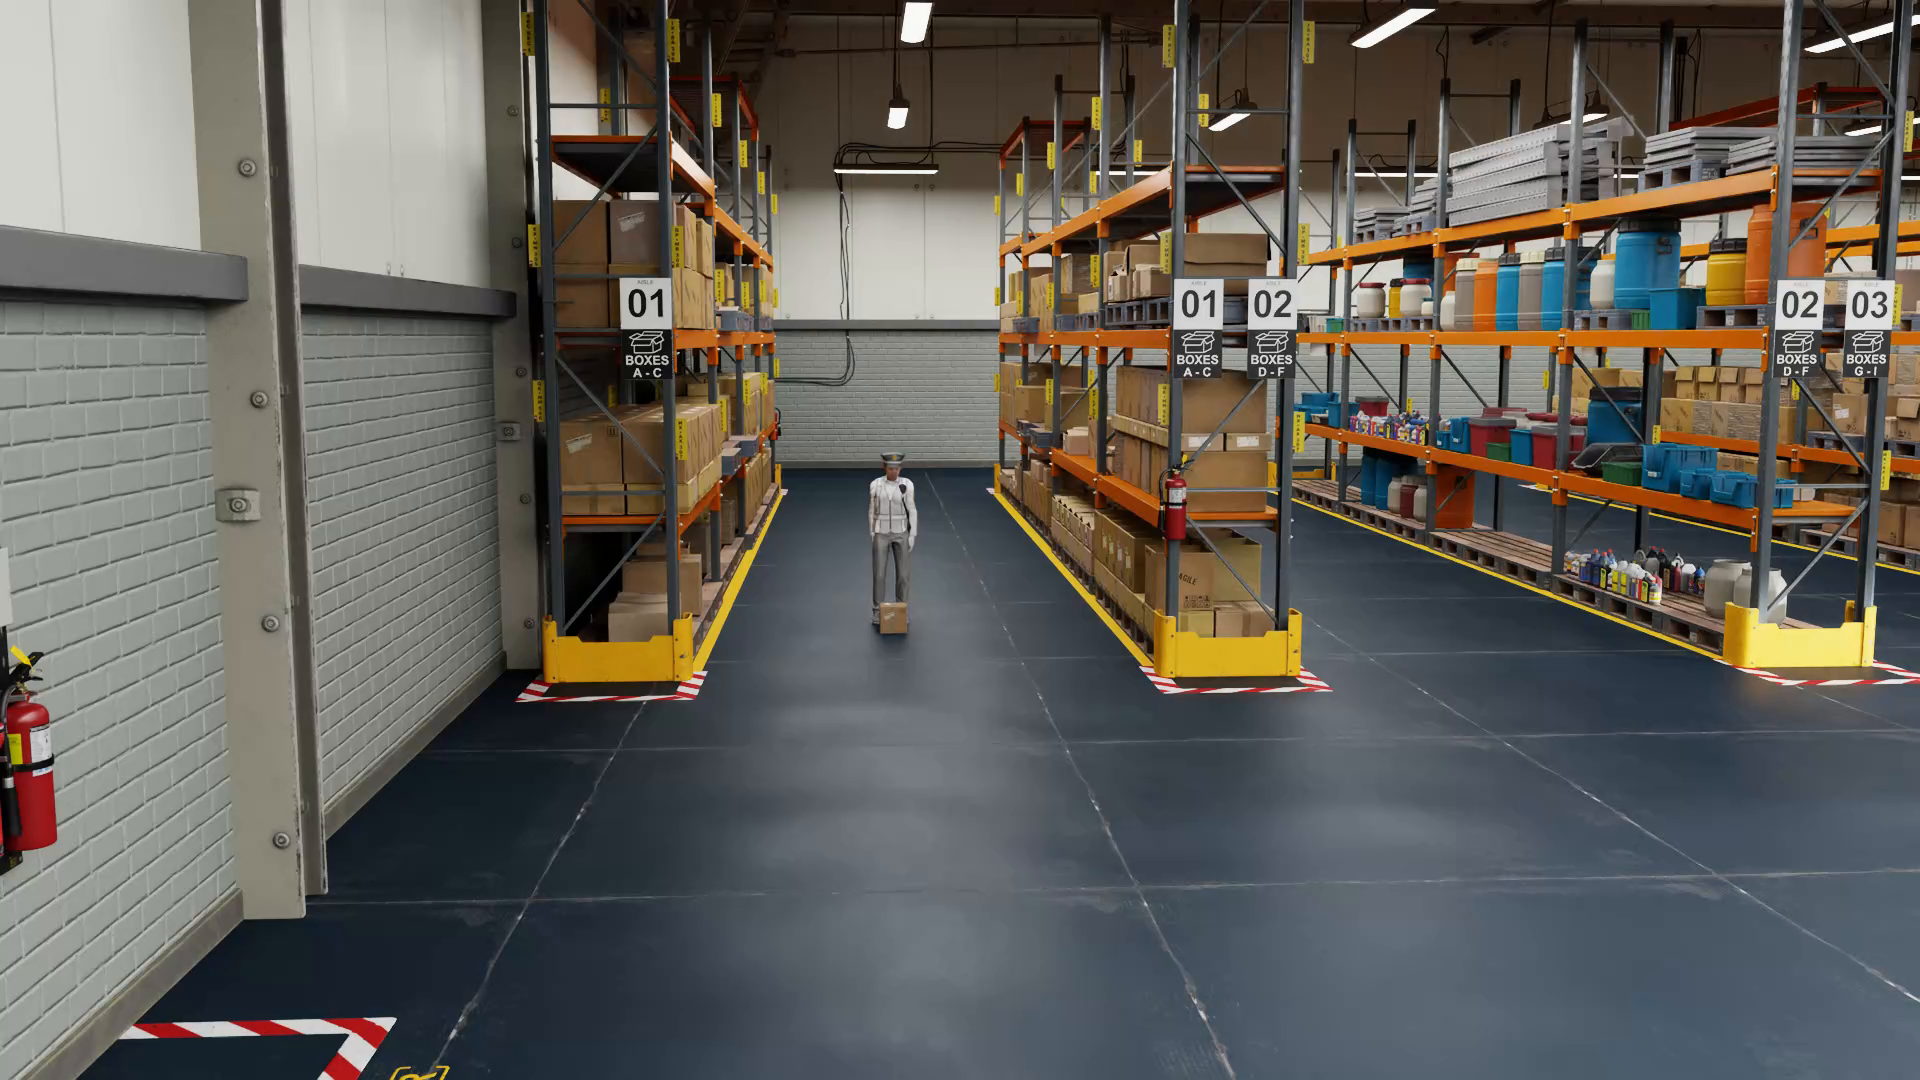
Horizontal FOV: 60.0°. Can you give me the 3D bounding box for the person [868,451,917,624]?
[{"bbox_3d":[-0.644,-0.017,15.965,0.470,1.654,0.322,0,7,-3],"label":"person"}]
